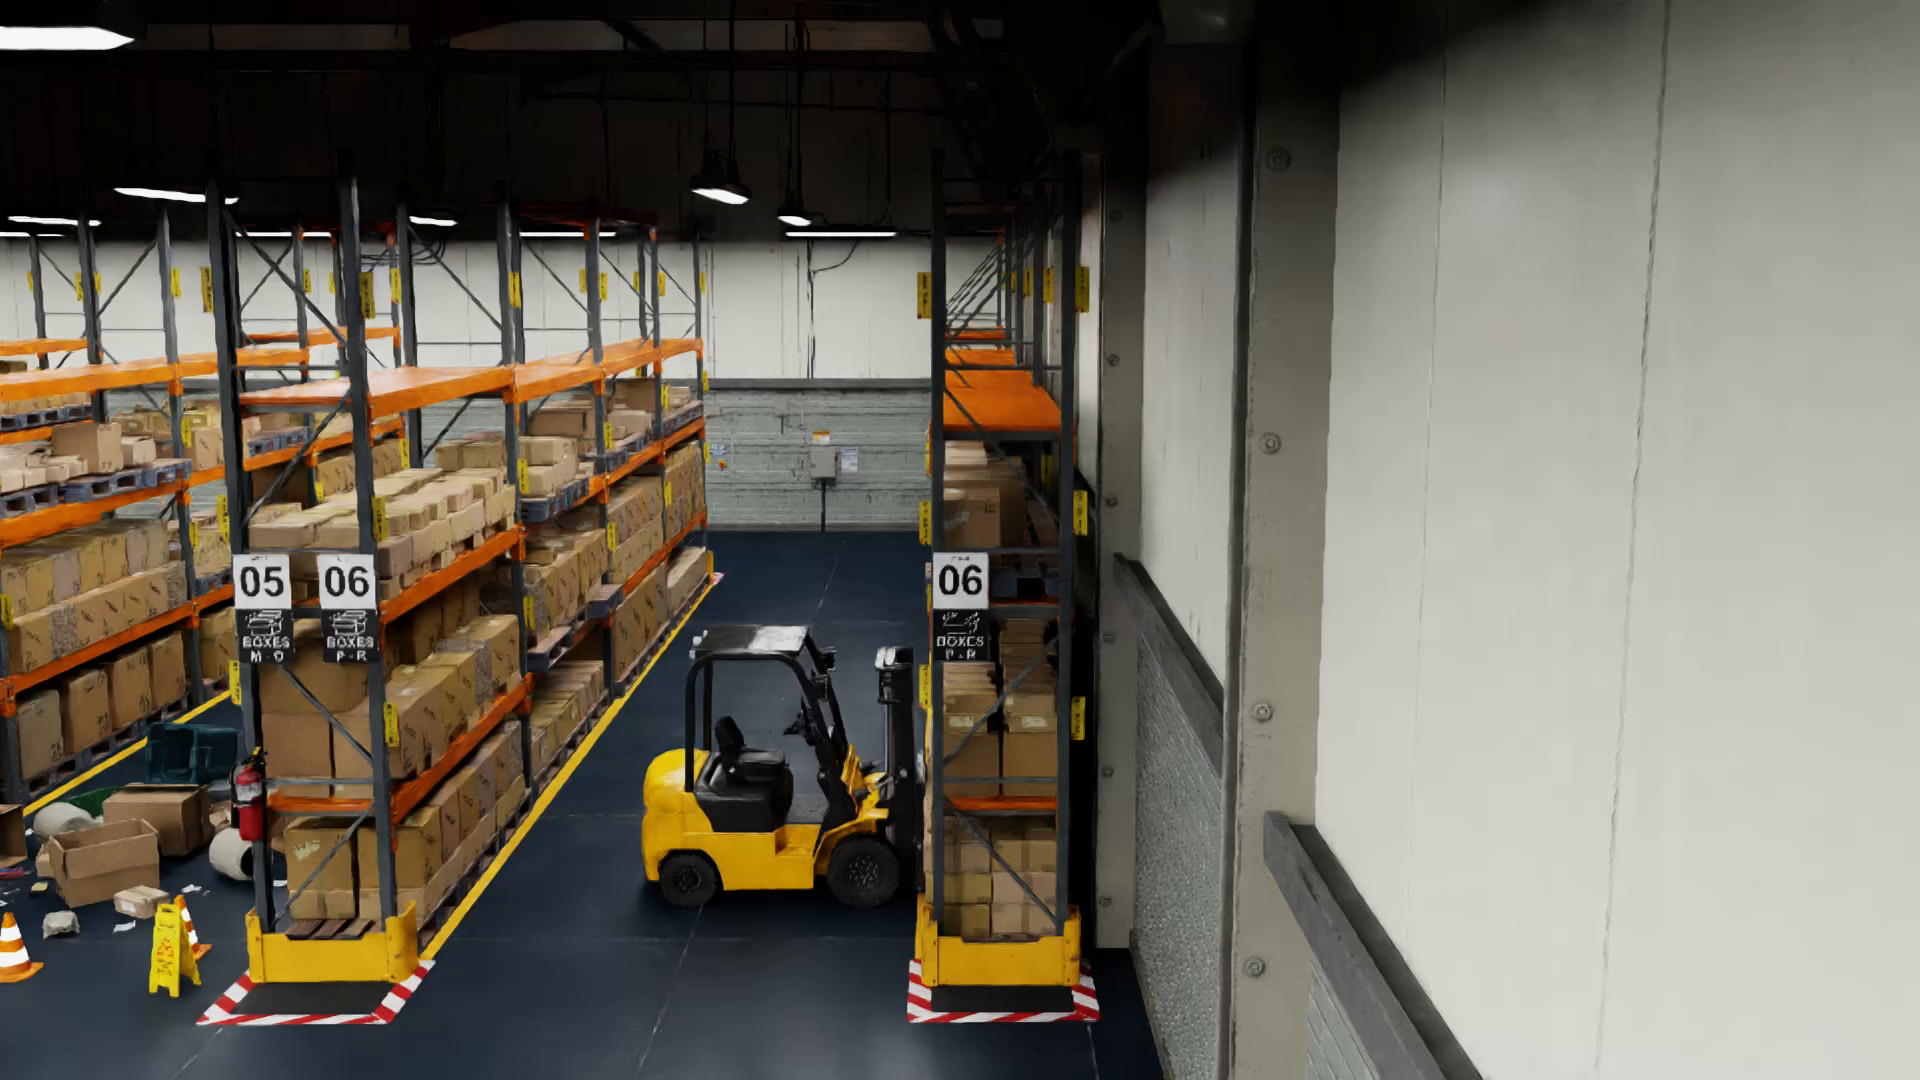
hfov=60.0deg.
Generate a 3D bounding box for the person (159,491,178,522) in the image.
[{"bbox_3d":[-15.105,-0.711,31.626,0.449,1.647,0.623,5,11,30],"label":"person"}]
